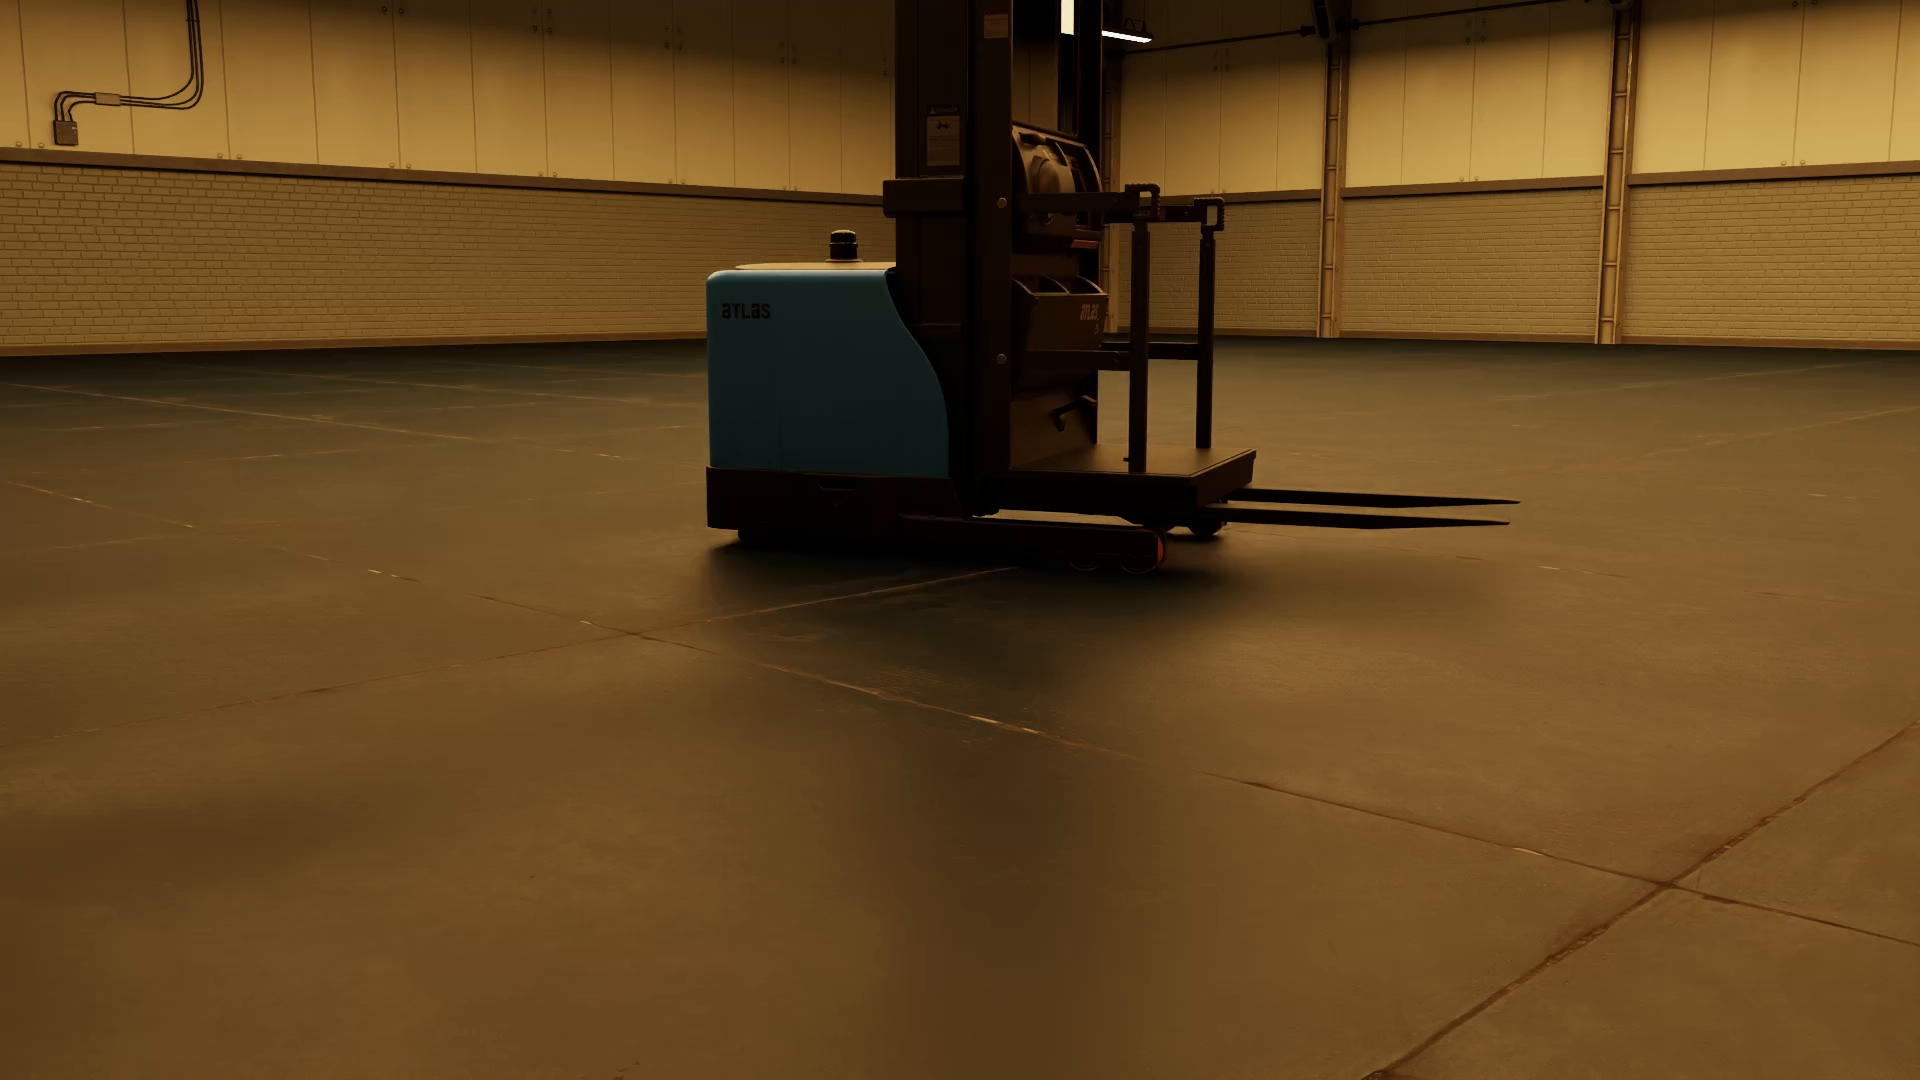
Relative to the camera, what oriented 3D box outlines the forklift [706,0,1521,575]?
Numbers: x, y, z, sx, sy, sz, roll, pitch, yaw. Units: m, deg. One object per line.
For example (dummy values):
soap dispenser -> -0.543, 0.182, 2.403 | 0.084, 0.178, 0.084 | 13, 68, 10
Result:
forklift -> 0.565, -1.416, 6.275 | 3.031, 2.935, 1.130 | 3, 9, 22
